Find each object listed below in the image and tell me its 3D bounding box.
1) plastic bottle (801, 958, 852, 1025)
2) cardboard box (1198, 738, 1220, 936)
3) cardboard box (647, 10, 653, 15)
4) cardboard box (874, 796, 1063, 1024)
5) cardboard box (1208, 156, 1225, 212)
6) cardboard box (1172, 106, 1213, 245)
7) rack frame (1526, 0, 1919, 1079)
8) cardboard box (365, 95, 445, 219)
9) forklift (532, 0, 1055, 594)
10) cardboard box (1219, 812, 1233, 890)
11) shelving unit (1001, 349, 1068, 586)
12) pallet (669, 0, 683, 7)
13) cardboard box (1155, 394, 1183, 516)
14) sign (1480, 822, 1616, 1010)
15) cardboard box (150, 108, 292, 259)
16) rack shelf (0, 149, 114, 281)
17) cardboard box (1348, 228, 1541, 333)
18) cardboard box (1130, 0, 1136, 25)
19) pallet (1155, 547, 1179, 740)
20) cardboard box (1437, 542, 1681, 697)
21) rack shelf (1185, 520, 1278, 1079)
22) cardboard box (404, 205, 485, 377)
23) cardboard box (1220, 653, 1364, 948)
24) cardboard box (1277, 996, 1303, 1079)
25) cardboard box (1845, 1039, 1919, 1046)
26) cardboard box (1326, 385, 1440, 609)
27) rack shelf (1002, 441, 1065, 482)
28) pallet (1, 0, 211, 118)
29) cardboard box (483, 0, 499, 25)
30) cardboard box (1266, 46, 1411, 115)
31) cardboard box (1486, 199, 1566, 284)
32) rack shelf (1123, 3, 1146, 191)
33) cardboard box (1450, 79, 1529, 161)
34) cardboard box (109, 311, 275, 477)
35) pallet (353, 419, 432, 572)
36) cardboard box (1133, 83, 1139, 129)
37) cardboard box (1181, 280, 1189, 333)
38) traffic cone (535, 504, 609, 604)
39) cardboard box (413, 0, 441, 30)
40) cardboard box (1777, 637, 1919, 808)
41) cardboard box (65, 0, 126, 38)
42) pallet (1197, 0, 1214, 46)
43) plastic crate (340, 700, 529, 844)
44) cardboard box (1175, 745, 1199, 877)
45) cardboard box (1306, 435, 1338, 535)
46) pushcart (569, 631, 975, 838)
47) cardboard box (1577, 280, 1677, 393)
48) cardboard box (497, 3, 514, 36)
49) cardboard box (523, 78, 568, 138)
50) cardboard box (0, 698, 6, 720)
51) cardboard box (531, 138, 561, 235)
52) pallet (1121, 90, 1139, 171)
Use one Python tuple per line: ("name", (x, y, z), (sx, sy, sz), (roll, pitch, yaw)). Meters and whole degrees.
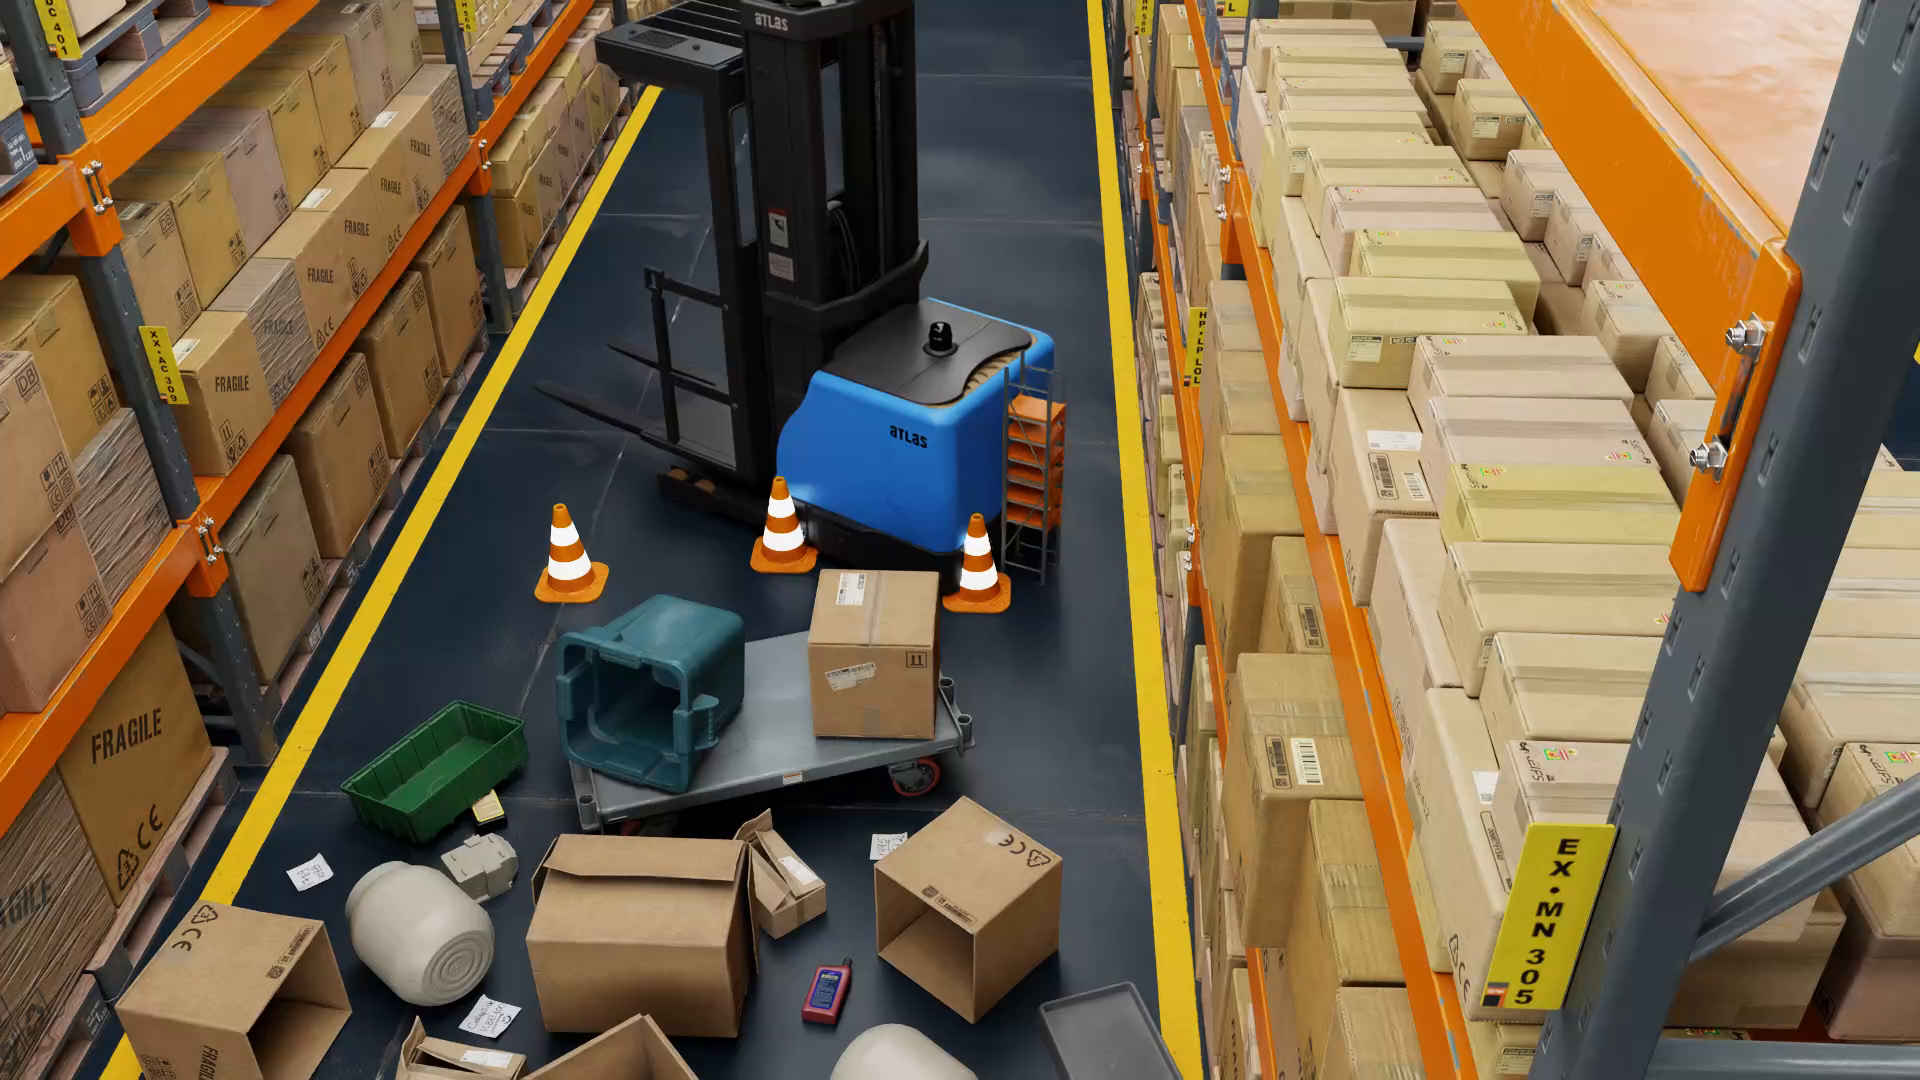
("plastic bottle", (-0.492, 1.683, 6.248), (0.133, 0.061, 0.283), (7, 36, 10))
("cardboard box", (1.130, 1.070, 5.939), (0.500, 0.500, 0.500), (3, 35, 4))
("cardboard box", (-2.955, -4.676, 14.855), (0.380, 0.149, 0.250), (0, 35, 0))
("cardboard box", (0.031, 1.389, 6.283), (0.500, 0.500, 0.500), (28, 44, 33))
("cardboard box", (1.241, -1.484, 6.923), (0.380, 0.149, 0.250), (0, 35, 1))
("cardboard box", (1.288, -1.705, 7.802), (0.500, 0.500, 0.500), (0, 35, 0))
("rack frame", (1.276, -0.373, 1.401), (0.949, 2.616, 0.053), (1, 35, 2))
("cardboard box", (-3.127, -2.061, 8.933), (0.500, 0.500, 0.500), (1, 35, 2))
("forklift", (-1.022, -1.585, 8.401), (3.031, 2.935, 1.130), (21, 40, 27))
("cardboard box", (1.048, 1.017, 5.450), (0.380, 0.149, 0.250), (3, 35, 5))
("shelving unit", (0.357, -0.336, 8.130), (0.258, 1.200, 0.189), (15, 38, 21))
("pallet", (-3.157, -4.818, 15.368), (1.003, 0.211, 1.213), (1, 35, 2))
("cardboard box", (1.504, -0.428, 8.616), (0.950, 0.372, 0.625), (2, 35, 3))
("sign", (0.719, 0.467, 2.044), (0.100, 0.325, 0.005), (1, 35, 2))
("cardboard box", (-3.463, -1.595, 7.400), (0.700, 0.500, 0.500), (2, 35, 2))
("rack shelf", (-3.597, -0.057, 4.185), (1.077, 0.370, 4.000), (1, 35, 2))
("cardboard box", (1.115, -0.599, 3.856), (0.380, 0.149, 0.250), (2, 35, 3))
("cardboard box", (1.377, -3.532, 10.808), (0.500, 0.250, 0.500), (0, 35, 1))
("pallet", (1.463, 0.476, 7.834), (1.003, 0.211, 1.213), (1, 35, 2))
("cardboard box", (1.032, 0.135, 2.811), (0.380, 0.149, 0.250), (1, 35, 1))
("rack shelf", (1.353, 1.226, 4.968), (1.077, 0.370, 4.000), (1, 35, 2))
("cardboard box", (-3.470, -1.475, 9.777), (1.050, 0.750, 0.750), (1, 35, 1))
("cardboard box", (1.021, 0.625, 3.983), (0.700, 0.500, 0.500), (1, 35, 1))
("cardboard box", (1.044, 1.313, 3.874), (0.500, 0.500, 0.500), (1, 35, 2))
("cardboard box", (1.611, 0.773, 2.596), (0.380, 0.149, 0.250), (1, 35, 2))
("cardboard box", (1.062, -0.094, 3.484), (0.500, 0.250, 0.500), (2, 35, 3))
("rack shelf", (0.357, -0.398, 8.087), (0.258, 0.103, 0.180), (15, 38, 21))
("pallet", (-3.529, -1.950, 6.420), (0.805, 0.209, 1.217), (0, 35, 0))
("cardboard box", (-3.120, -3.345, 10.441), (0.380, 0.149, 0.250), (0, 35, 0))
("cardboard box", (1.113, -1.344, 4.916), (0.380, 0.149, 0.250), (2, 35, 3))
("cardboard box", (1.631, -0.662, 4.292), (0.500, 0.250, 0.500), (1, 35, 1))
("rack shelf", (1.675, -3.370, 11.508), (1.077, 0.370, 4.000), (1, 35, 2))
("cardboard box", (1.605, -1.182, 4.685), (0.380, 0.149, 0.250), (2, 35, 3))
("cardboard box", (-3.227, -0.610, 6.868), (0.500, 0.500, 0.500), (2, 35, 2))
("pallet", (-3.515, -0.280, 8.911), (1.003, 0.211, 1.213), (1, 35, 2))
("cardboard box", (1.810, -3.758, 12.917), (0.875, 0.875, 0.875), (2, 35, 3))
("cardboard box", (1.188, -1.035, 7.412), (0.380, 0.149, 0.250), (2, 35, 2))
("traffic cone", (-1.954, 0.029, 8.252), (0.336, 0.463, 0.334), (1, 35, 2))
("cardboard box", (-3.144, -3.148, 9.901), (0.380, 0.149, 0.250), (1, 35, 2))
("cardboard box", (1.485, 0.286, 2.597), (0.380, 0.149, 0.250), (1, 35, 2))
("cardboard box", (-3.243, -1.999, 5.988), (0.258, 0.266, 0.396), (1, 35, 1))
("pallet", (1.603, -2.316, 6.937), (1.213, 0.211, 1.003), (1, 35, 2))
("plastic crate", (-2.215, 0.984, 7.083), (0.450, 0.188, 0.662), (11, 35, 32))
("cardboard box", (1.140, 1.069, 6.592), (0.500, 0.250, 0.500), (0, 35, 0))
("cardboard box", (1.025, -0.138, 3.894), (0.380, 0.149, 0.250), (1, 35, 1))
("pushcart", (-0.847, 0.832, 7.184), (1.648, 0.377, 0.936), (-10, 36, -14))
("cardboard box", (1.583, -0.443, 3.633), (0.380, 0.149, 0.250), (2, 35, 3))
("cardboard box", (-3.106, -3.357, 10.717), (0.380, 0.149, 0.250), (3, 35, 4))
("cardboard box", (-3.033, -2.993, 11.503), (0.500, 0.250, 0.500), (2, 35, 2))
("cardboard box", (-3.658, 0.502, 5.243), (0.875, 0.550, 0.550), (1, 35, 2))
("cardboard box", (-3.056, -2.410, 11.325), (0.500, 0.500, 0.500), (2, 35, 2))
("pallet", (1.799, -3.227, 13.104), (1.003, 0.211, 1.213), (1, 35, 2))
